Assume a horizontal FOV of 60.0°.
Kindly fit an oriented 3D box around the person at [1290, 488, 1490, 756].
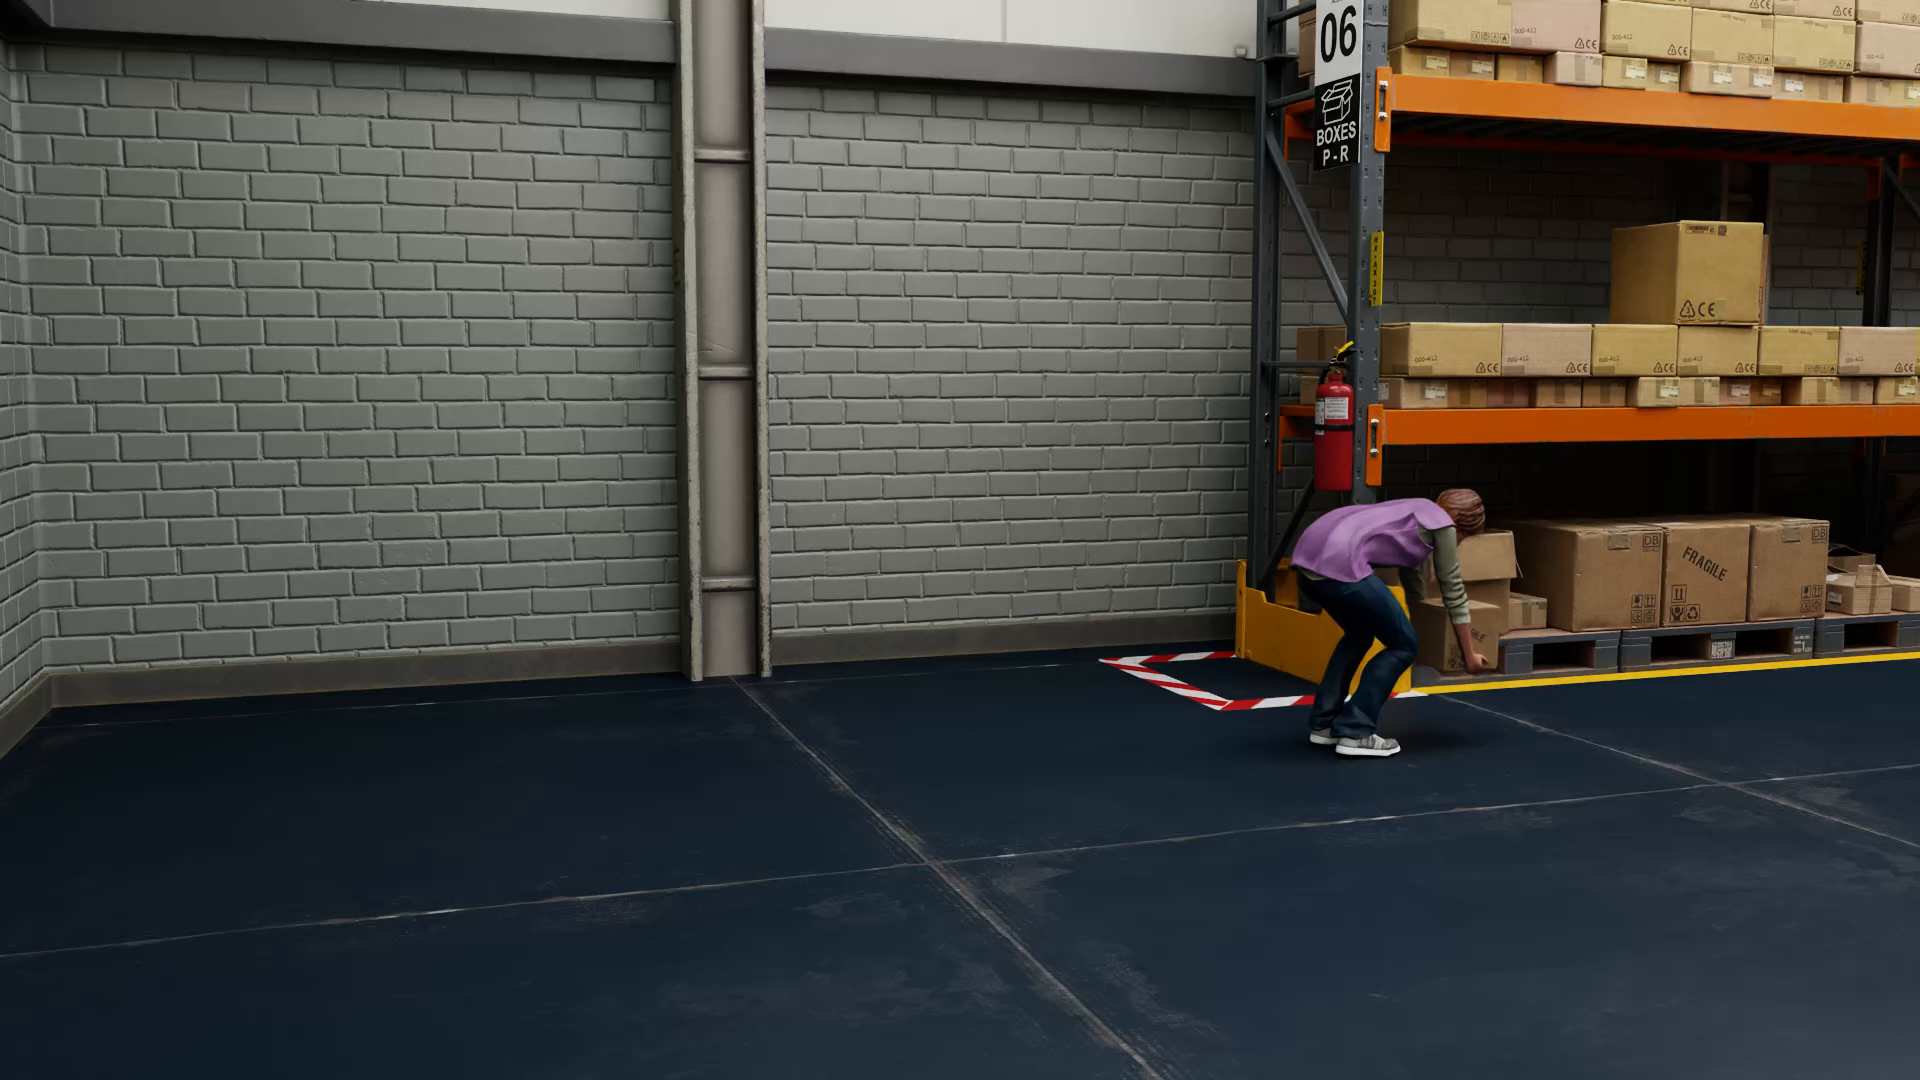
[{"bbox_3d":[1.699,0.316,6.549,0.857,1.016,0.416,-2,6,-21],"label":"person"}]
